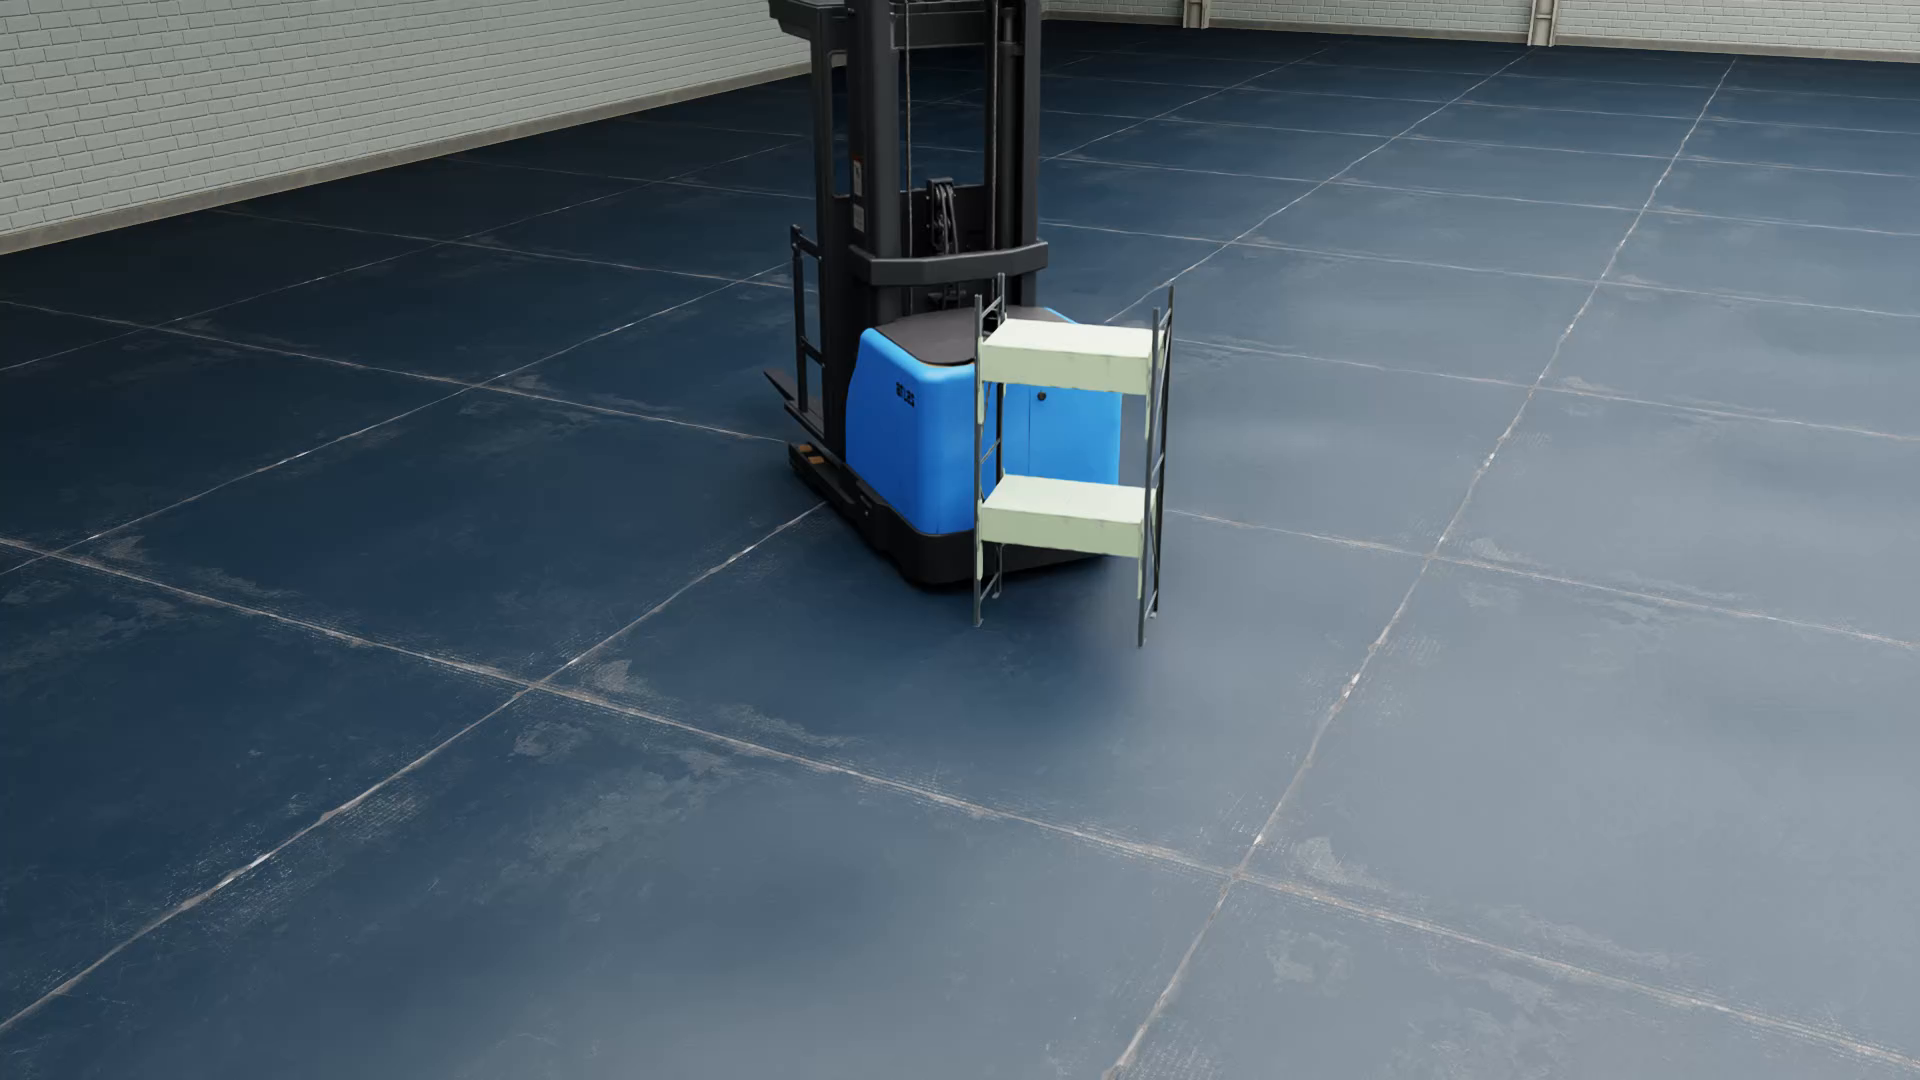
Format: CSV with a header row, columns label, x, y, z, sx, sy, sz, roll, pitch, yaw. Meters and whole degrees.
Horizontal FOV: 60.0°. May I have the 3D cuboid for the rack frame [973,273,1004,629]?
label,x,y,z,sx,sy,sz,roll,pitch,yaw
rack frame,0.125,-0.375,7.215,0.023,1.500,0.400,6,24,15

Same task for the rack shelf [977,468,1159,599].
label,x,y,z,sx,sy,sz,roll,pitch,yaw
rack shelf,0.477,-0.036,7.250,0.720,0.370,0.431,6,24,15

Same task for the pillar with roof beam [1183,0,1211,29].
label,x,y,z,sx,sy,sz,roll,pitch,yaw
pillar with roof beam,2.315,-11.891,24.713,0.400,9.000,9.100,11,25,25

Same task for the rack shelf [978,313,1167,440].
label,x,y,z,sx,sy,sz,roll,pitch,yaw
rack shelf,0.477,-0.695,6.970,0.720,0.370,0.431,6,24,15

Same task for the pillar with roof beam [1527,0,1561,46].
label,x,y,z,sx,sy,sz,roll,pitch,yaw
pillar with roof beam,7.670,-10.832,22.222,0.400,9.000,9.100,11,25,25

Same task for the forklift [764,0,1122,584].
label,x,y,z,sx,sy,sz,roll,pitch,yaw
forklift,-0.284,-1.693,8.487,1.130,2.935,3.031,-10,25,-21

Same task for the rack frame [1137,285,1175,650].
label,x,y,z,sx,sy,sz,roll,pitch,yaw
rack frame,0.829,-0.296,7.030,0.023,1.500,0.400,6,24,15

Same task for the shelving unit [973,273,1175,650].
label,x,y,z,sx,sy,sz,roll,pitch,yaw
shelving unit,0.477,-0.336,7.123,0.755,1.500,0.431,6,24,15
